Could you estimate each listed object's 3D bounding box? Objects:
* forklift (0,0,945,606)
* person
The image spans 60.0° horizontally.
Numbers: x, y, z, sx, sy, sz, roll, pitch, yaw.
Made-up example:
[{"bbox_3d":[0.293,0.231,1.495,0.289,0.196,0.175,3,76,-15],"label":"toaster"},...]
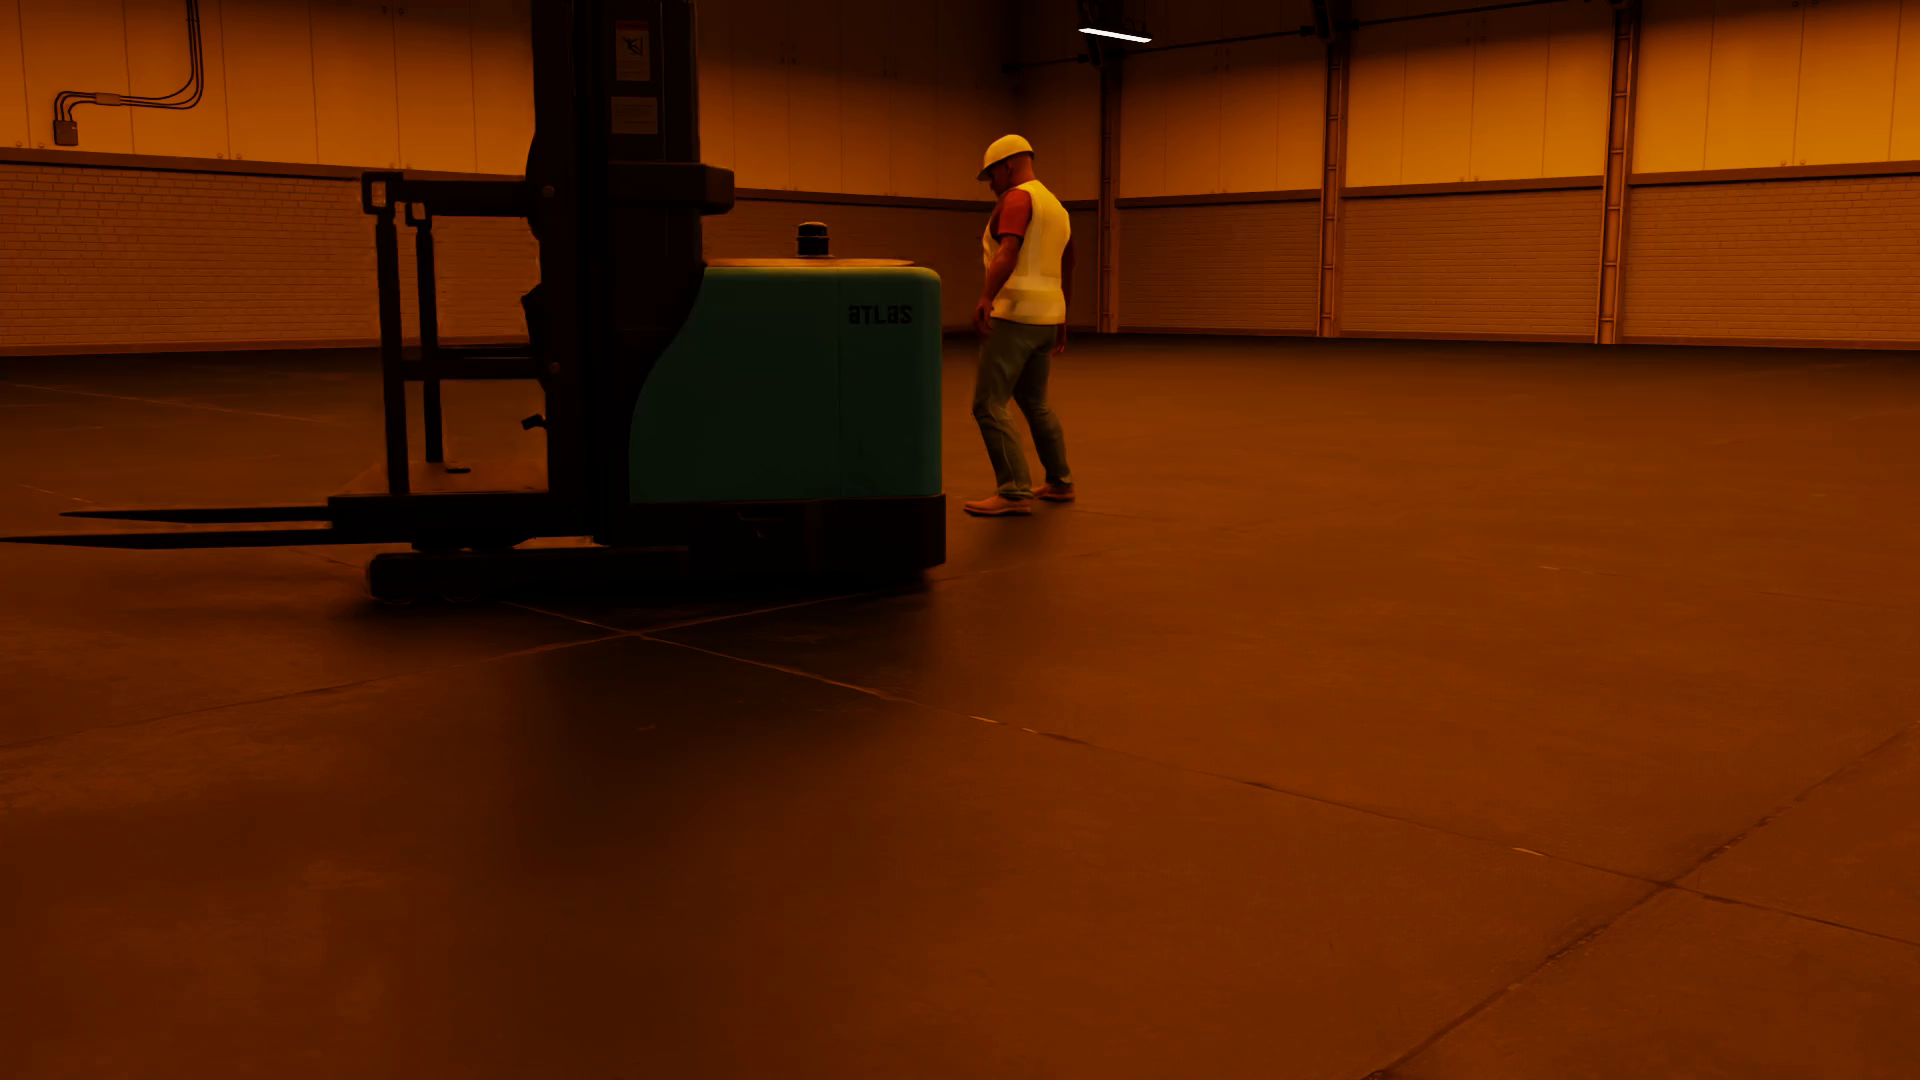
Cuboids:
[{"bbox_3d":[-1.620,-1.323,5.659,3.031,2.935,1.130,-2,9,-11],"label":"forklift"},{"bbox_3d":[0.261,-1.003,7.689,0.435,1.716,0.970,4,10,27],"label":"person"}]
